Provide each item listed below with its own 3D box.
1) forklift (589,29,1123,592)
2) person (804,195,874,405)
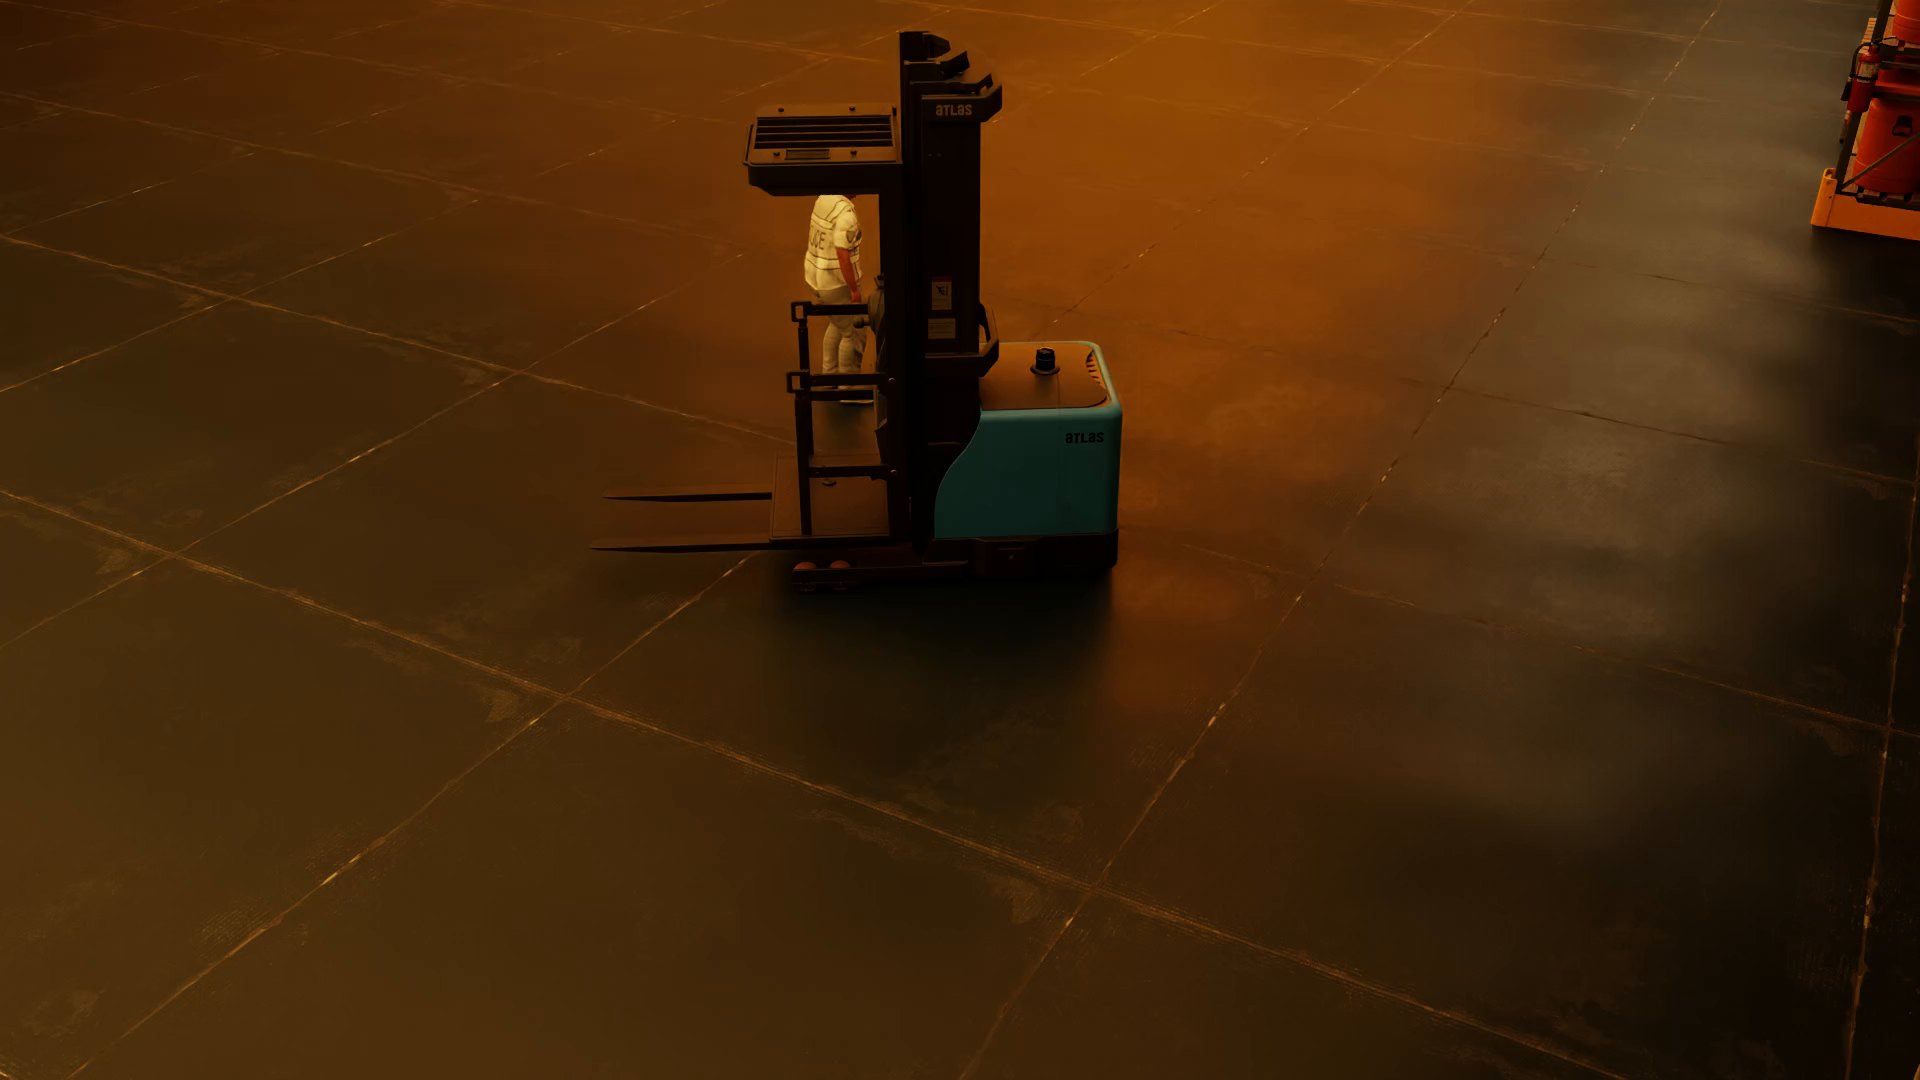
[{"bbox_3d":[-0.629,-1.249,9.235,3.031,2.935,1.130,-2,30,-3],"label":"forklift"},{"bbox_3d":[-0.804,-1.778,11.421,0.470,1.664,0.550,-13,32,-21],"label":"person"}]
